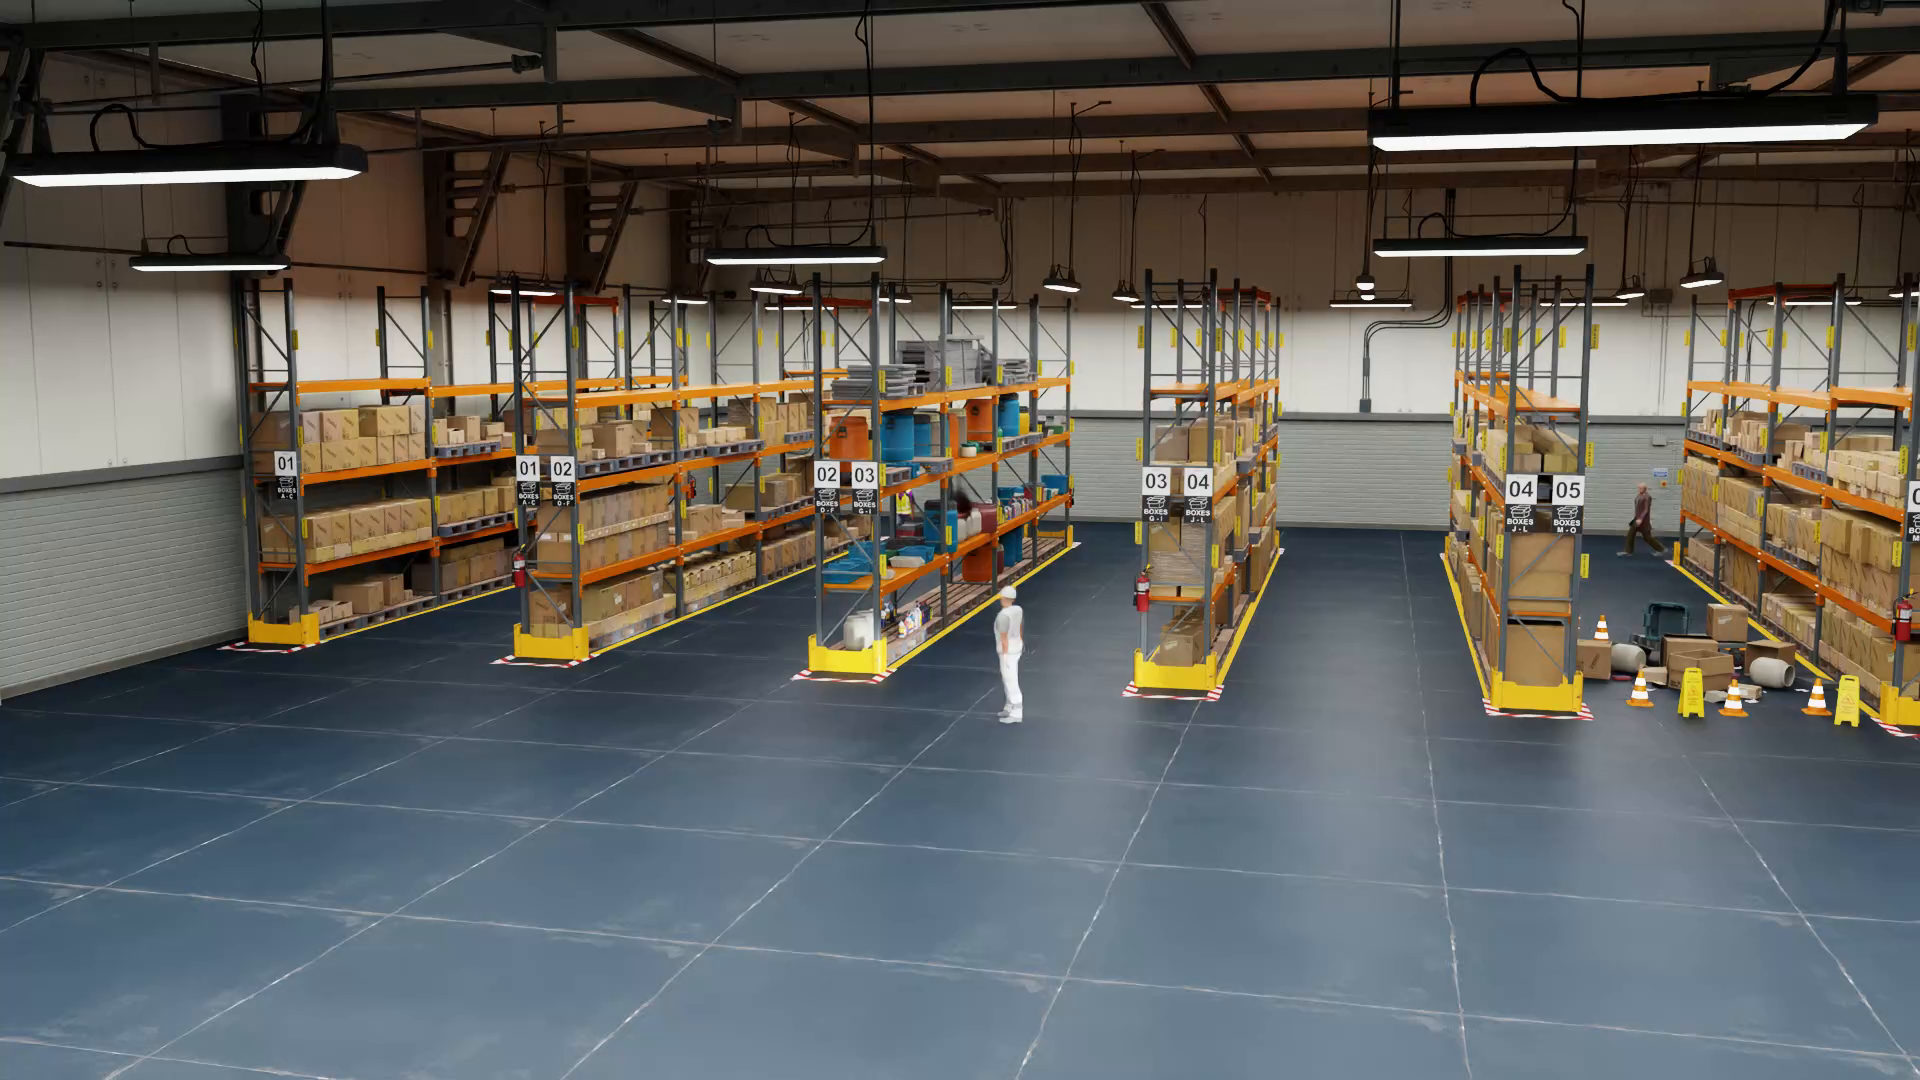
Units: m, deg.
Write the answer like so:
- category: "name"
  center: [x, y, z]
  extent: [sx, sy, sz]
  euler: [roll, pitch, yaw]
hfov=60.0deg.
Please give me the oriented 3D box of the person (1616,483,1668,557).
- category: "person"
  center: [15.744, -0.453, 38.318]
  extent: [1.094, 1.737, 0.626]
  euler: [1, 7, 10]

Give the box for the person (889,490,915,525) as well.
- category: "person"
  center: [-1.413, -0.624, 39.891]
  extent: [0.688, 1.722, 1.080]
  euler: [1, 7, 11]

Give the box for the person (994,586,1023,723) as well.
- category: "person"
  center: [0.642, 1.488, 21.866]
  extent: [0.421, 1.805, 0.708]
  euler: [2, 7, 15]
